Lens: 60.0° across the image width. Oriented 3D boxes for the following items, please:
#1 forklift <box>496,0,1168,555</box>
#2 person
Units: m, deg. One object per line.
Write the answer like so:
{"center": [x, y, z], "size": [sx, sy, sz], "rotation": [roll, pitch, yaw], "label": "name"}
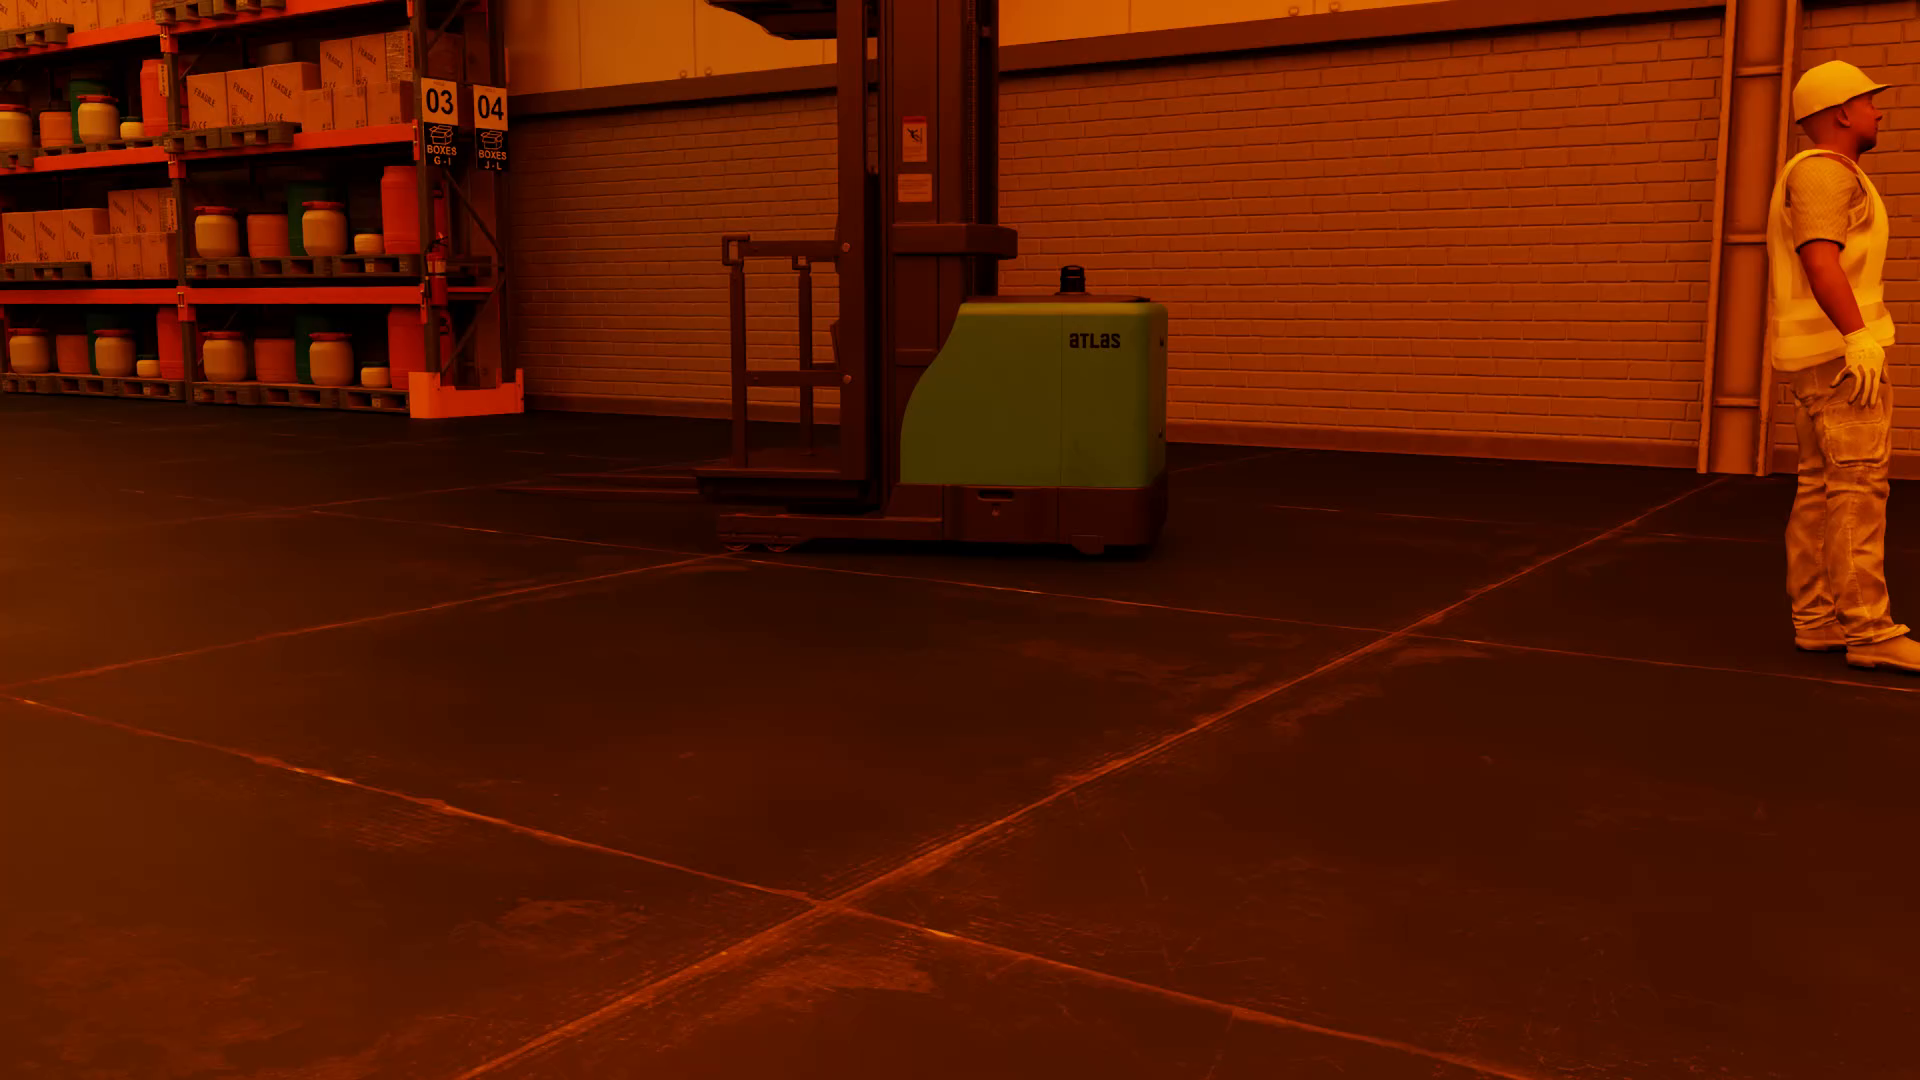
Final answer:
{"center": [-0.596, -1.469, 7.520], "size": [3.031, 2.935, 1.130], "rotation": [2, 8, 12], "label": "forklift"}
{"center": [2.729, -0.541, 5.022], "size": [0.575, 1.785, 0.657], "rotation": [3, 9, 21], "label": "person"}
